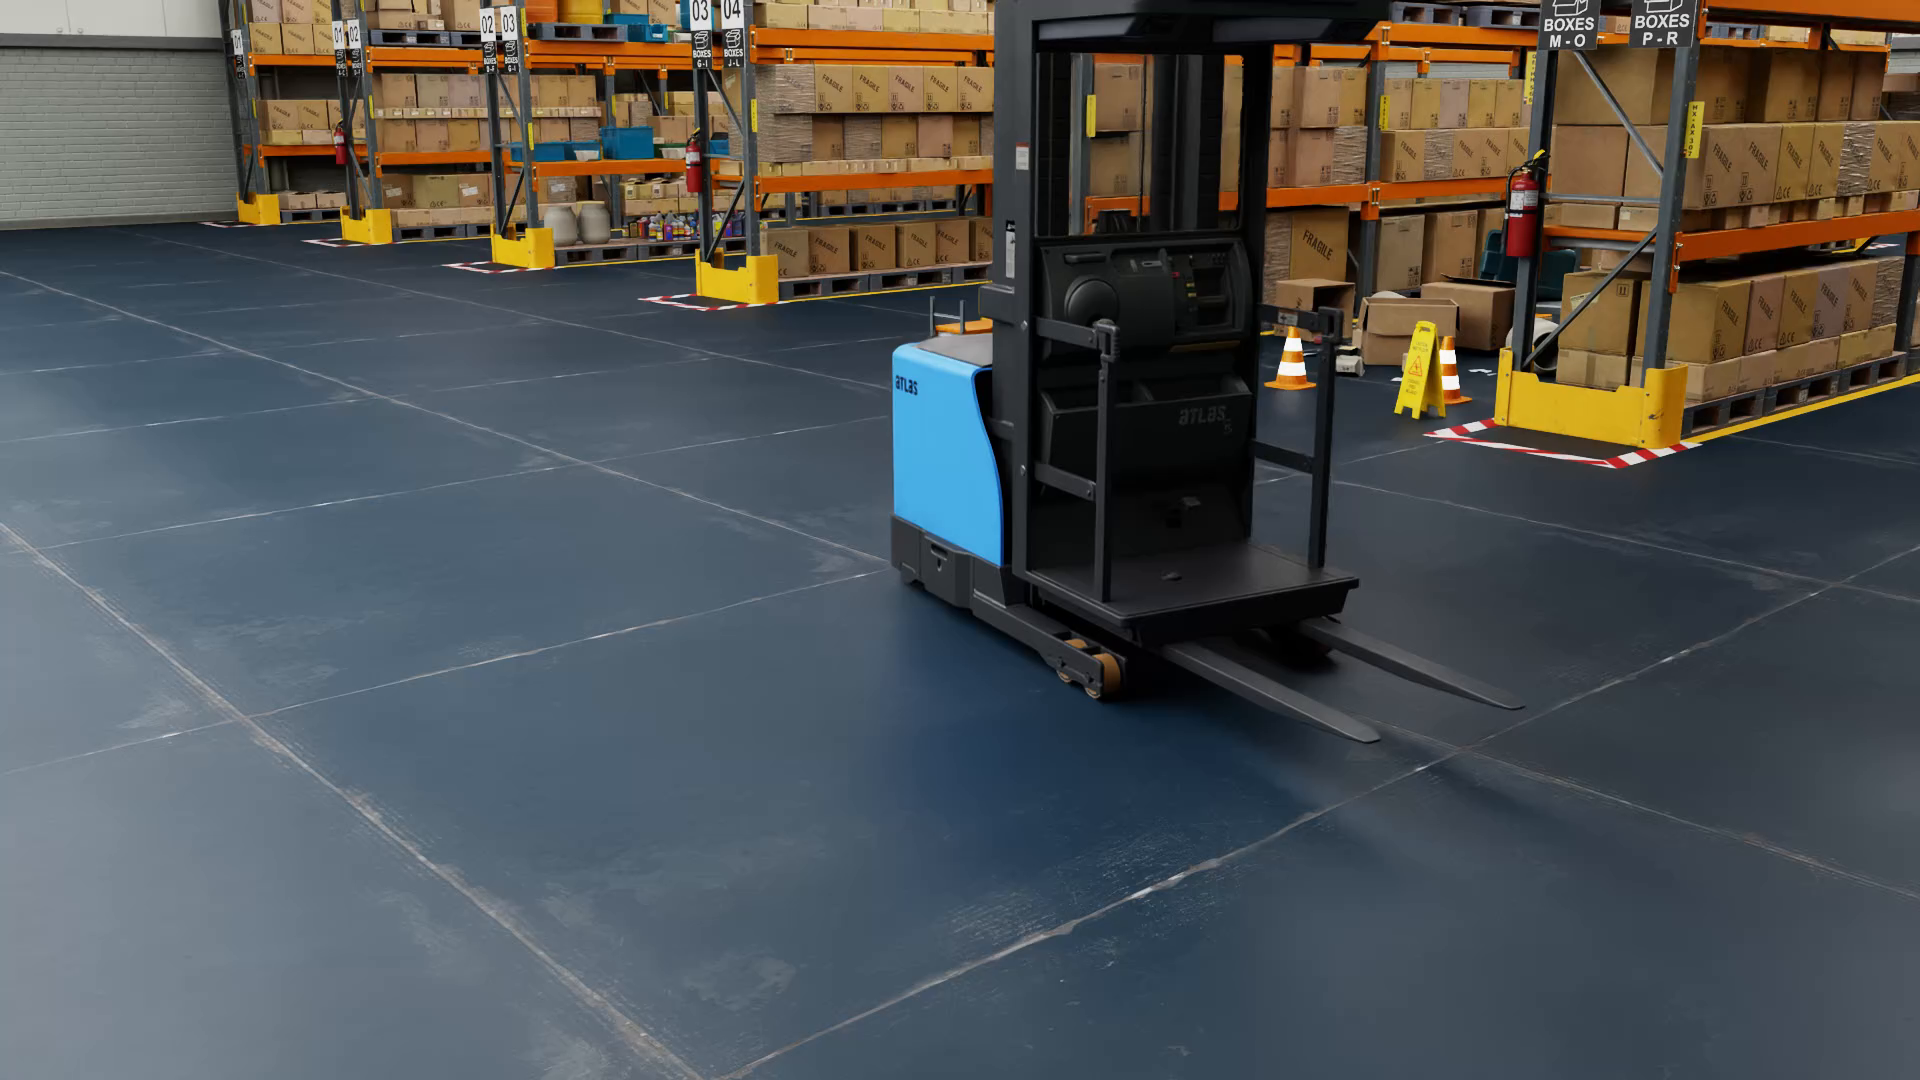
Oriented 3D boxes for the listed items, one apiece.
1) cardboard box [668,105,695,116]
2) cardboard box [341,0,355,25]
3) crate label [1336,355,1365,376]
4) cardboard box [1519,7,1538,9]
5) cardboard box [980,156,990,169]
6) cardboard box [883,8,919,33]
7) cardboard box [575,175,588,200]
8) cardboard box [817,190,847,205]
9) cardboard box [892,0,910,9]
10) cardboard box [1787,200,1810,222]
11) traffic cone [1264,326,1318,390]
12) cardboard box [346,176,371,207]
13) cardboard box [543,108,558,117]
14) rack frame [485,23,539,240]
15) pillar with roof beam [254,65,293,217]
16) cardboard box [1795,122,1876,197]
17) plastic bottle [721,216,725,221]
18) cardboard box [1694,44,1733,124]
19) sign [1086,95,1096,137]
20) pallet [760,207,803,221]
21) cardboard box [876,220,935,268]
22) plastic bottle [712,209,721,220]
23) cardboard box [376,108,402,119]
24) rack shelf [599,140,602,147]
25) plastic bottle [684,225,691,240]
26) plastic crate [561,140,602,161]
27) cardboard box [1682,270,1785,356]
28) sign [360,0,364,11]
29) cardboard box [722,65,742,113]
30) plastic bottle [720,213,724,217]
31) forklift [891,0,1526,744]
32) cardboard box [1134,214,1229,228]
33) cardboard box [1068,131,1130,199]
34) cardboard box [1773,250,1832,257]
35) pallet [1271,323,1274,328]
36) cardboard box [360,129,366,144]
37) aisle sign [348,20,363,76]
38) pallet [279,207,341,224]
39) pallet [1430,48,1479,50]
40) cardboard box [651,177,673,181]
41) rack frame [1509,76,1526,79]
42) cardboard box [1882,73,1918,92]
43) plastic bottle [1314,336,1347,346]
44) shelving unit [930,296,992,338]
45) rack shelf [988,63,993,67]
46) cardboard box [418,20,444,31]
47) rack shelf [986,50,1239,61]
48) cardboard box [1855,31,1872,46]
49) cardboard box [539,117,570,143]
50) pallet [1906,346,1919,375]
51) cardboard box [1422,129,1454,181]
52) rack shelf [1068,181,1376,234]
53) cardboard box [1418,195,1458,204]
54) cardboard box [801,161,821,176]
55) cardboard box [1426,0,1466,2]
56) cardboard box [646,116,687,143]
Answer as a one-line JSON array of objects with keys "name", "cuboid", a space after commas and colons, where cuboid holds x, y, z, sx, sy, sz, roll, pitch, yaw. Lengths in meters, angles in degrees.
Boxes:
[{"name": "cardboard box", "cuboid": [-5.667, -8.549, 33.635, 0.500, 0.500, 0.500, -12, 19, -38]}, {"name": "cardboard box", "cuboid": [-10.908, -9.331, 29.390, 0.500, 0.500, 0.500, -13, 20, -39]}, {"name": "crate label", "cuboid": [3.068, -1.382, 13.160, 0.250, 0.136, 0.298, 5, 16, 18]}, {"name": "cardboard box", "cuboid": [6.043, -6.017, 18.316, 0.500, 0.311, 0.500, -13, 19, -39]}, {"name": "cardboard box", "cuboid": [0.144, -4.458, 19.615, 0.250, 0.149, 0.380, -13, 19, -39]}, {"name": "cardboard box", "cuboid": [-0.798, -5.736, 18.389, 0.500, 0.250, 0.500, -12, 19, -38]}, {"name": "cardboard box", "cuboid": [-6.520, -5.893, 27.560, 0.500, 0.500, 0.500, -13, 19, -39]}, {"name": "cardboard box", "cuboid": [-2.416, -6.378, 30.305, 0.500, 0.500, 0.500, -12, 19, -37]}, {"name": "cardboard box", "cuboid": [-0.772, -5.950, 18.417, 0.250, 0.149, 0.380, -14, 20, -41]}, {"name": "cardboard box", "cuboid": [5.623, -2.288, 11.490, 0.250, 0.149, 0.380, -13, 20, -41]}, {"name": "traffic cone", "cuboid": [2.516, -1.394, 12.574, 0.334, 0.463, 0.336, -13, 19, -39]}, {"name": "cardboard box", "cuboid": [-10.639, -6.276, 29.923, 0.500, 0.500, 0.700, -14, 21, -43]}, {"name": "cardboard box", "cuboid": [-6.610, -6.817, 26.506, 0.250, 0.149, 0.380, -13, 20, -39]}, {"name": "rack frame", "cuboid": [-5.733, -5.031, 21.273, 0.127, 3.000, 1.000, -13, 19, -39]}, {"name": "pillar with roof beam", "cuboid": [-9.450, -9.307, 25.656, 0.400, 9.000, 9.100, -13, 19, -39]}, {"name": "cardboard box", "cuboid": [6.097, -2.706, 11.799, 0.500, 0.500, 0.500, -12, 19, -38]}, {"name": "plastic bottle", "cuboid": [-3.273, -4.432, 23.456, 0.135, 0.276, 0.152, -13, 19, -39]}, {"name": "cardboard box", "cuboid": [4.652, -3.026, 11.058, 0.500, 0.500, 0.700, -12, 19, -39]}, {"name": "sign", "cuboid": [1.058, -3.432, 13.454, 0.005, 0.325, 0.100, -13, 19, -39]}, {"name": "pallet", "cuboid": [-3.593, -5.872, 29.825, 1.213, 0.211, 1.003, -13, 19, -39]}, {"name": "cardboard box", "cuboid": [-0.636, -3.461, 19.424, 0.500, 0.500, 0.500, 14, 20, 42]}, {"name": "plastic bottle", "cuboid": [-3.502, -4.557, 23.780, 0.185, 0.351, 0.144, -13, 19, -39]}, {"name": "cardboard box", "cuboid": [-8.544, -6.382, 24.881, 0.250, 0.149, 0.380, -13, 20, -40]}, {"name": "rack shelf", "cuboid": [-7.710, -7.629, 32.391, 4.000, 0.370, 1.077, -13, 19, -39]}, {"name": "plastic bottle", "cuboid": [-3.752, -4.230, 22.843, 0.097, 0.201, 0.097, 0, 15, 0]}, {"name": "plastic crate", "cuboid": [-5.058, -5.211, 22.235, 0.408, 0.251, 0.499, -13, 19, -39]}, {"name": "cardboard box", "cuboid": [5.223, -1.551, 11.304, 0.500, 0.500, 0.500, -14, 20, -41]}, {"name": "sign", "cuboid": [-8.622, -7.797, 23.967, 0.005, 0.325, 0.100, -13, 19, -39]}, {"name": "cardboard box", "cuboid": [-2.229, -4.883, 18.011, 0.500, 0.500, 0.500, -13, 19, -39]}, {"name": "plastic bottle", "cuboid": [-3.470, -4.577, 23.997, 0.135, 0.276, 0.152, -12, 19, -37]}, {"name": "forklift", "cuboid": [0.825, -0.968, 6.194, 1.130, 2.935, 3.031, -8, 17, -27]}, {"name": "cardboard box", "cuboid": [1.829, -2.538, 15.242, 0.875, 0.875, 0.875, -13, 20, -40]}, {"name": "cardboard box", "cuboid": [0.948, -3.228, 14.233, 0.550, 0.550, 0.875, -13, 19, -39]}, {"name": "cardboard box", "cuboid": [6.419, -2.005, 13.003, 0.500, 0.500, 0.500, -12, 19, -37]}, {"name": "pallet", "cuboid": [3.091, -2.301, 16.455, 1.213, 0.211, 1.003, -13, 19, -39]}, {"name": "cardboard box", "cuboid": [-10.506, -7.179, 29.565, 0.500, 0.250, 0.500, -12, 19, -39]}, {"name": "aisle sign", "cuboid": [-8.830, -7.181, 24.285, 0.004, 0.787, 0.394, -13, 19, -39]}, {"name": "pallet", "cuboid": [-11.543, -5.756, 29.391, 1.213, 0.211, 1.003, -13, 19, -39]}, {"name": "pallet", "cuboid": [8.115, -7.848, 26.179, 1.213, 0.211, 1.003, -13, 19, -39]}, {"name": "cardboard box", "cuboid": [-5.080, -6.117, 28.765, 0.500, 0.311, 0.500, -13, 20, -40]}, {"name": "rack frame", "cuboid": [9.588, -6.777, 27.810, 0.127, 3.000, 1.000, -13, 19, -39]}, {"name": "cardboard box", "cuboid": [7.753, -3.765, 13.692, 0.250, 0.149, 0.380, -13, 20, -41]}, {"name": "plastic bottle", "cuboid": [3.292, -1.760, 14.721, 0.283, 0.061, 0.133, 8, 17, 28]}, {"name": "shelving unit", "cuboid": [0.125, -0.608, 8.200, 0.503, 1.200, 0.258, -13, 19, -39]}, {"name": "rack shelf", "cuboid": [1.580, -9.469, 33.470, 4.000, 0.370, 1.077, -13, 19, -39]}, {"name": "cardboard box", "cuboid": [-7.978, -7.759, 25.076, 0.250, 0.149, 0.380, -13, 19, -39]}, {"name": "rack shelf", "cuboid": [2.045, -6.185, 21.174, 4.000, 0.370, 1.077, -13, 19, -39]}, {"name": "cardboard box", "cuboid": [12.219, -6.955, 22.953, 0.500, 0.250, 0.500, -13, 19, -39]}, {"name": "cardboard box", "cuboid": [-6.688, -6.555, 26.784, 0.500, 0.500, 0.700, -13, 20, -40]}, {"name": "pallet", "cuboid": [7.628, -1.600, 13.832, 1.213, 0.211, 1.003, -13, 19, -39]}, {"name": "cardboard box", "cuboid": [4.669, -3.932, 16.966, 0.500, 0.500, 0.500, -12, 19, -39]}, {"name": "rack shelf", "cuboid": [2.207, -3.075, 15.345, 4.000, 0.370, 1.077, -13, 19, -39]}, {"name": "cardboard box", "cuboid": [7.121, -5.372, 25.854, 0.875, 0.875, 0.875, -13, 19, -39]}, {"name": "cardboard box", "cuboid": [-1.711, -4.025, 17.994, 0.250, 0.149, 0.380, -13, 19, -39]}, {"name": "cardboard box", "cuboid": [4.943, -5.528, 16.798, 0.250, 0.149, 0.380, -13, 19, -39]}, {"name": "cardboard box", "cuboid": [-4.977, -6.938, 28.218, 0.500, 0.500, 0.500, -11, 18, -35]}]
